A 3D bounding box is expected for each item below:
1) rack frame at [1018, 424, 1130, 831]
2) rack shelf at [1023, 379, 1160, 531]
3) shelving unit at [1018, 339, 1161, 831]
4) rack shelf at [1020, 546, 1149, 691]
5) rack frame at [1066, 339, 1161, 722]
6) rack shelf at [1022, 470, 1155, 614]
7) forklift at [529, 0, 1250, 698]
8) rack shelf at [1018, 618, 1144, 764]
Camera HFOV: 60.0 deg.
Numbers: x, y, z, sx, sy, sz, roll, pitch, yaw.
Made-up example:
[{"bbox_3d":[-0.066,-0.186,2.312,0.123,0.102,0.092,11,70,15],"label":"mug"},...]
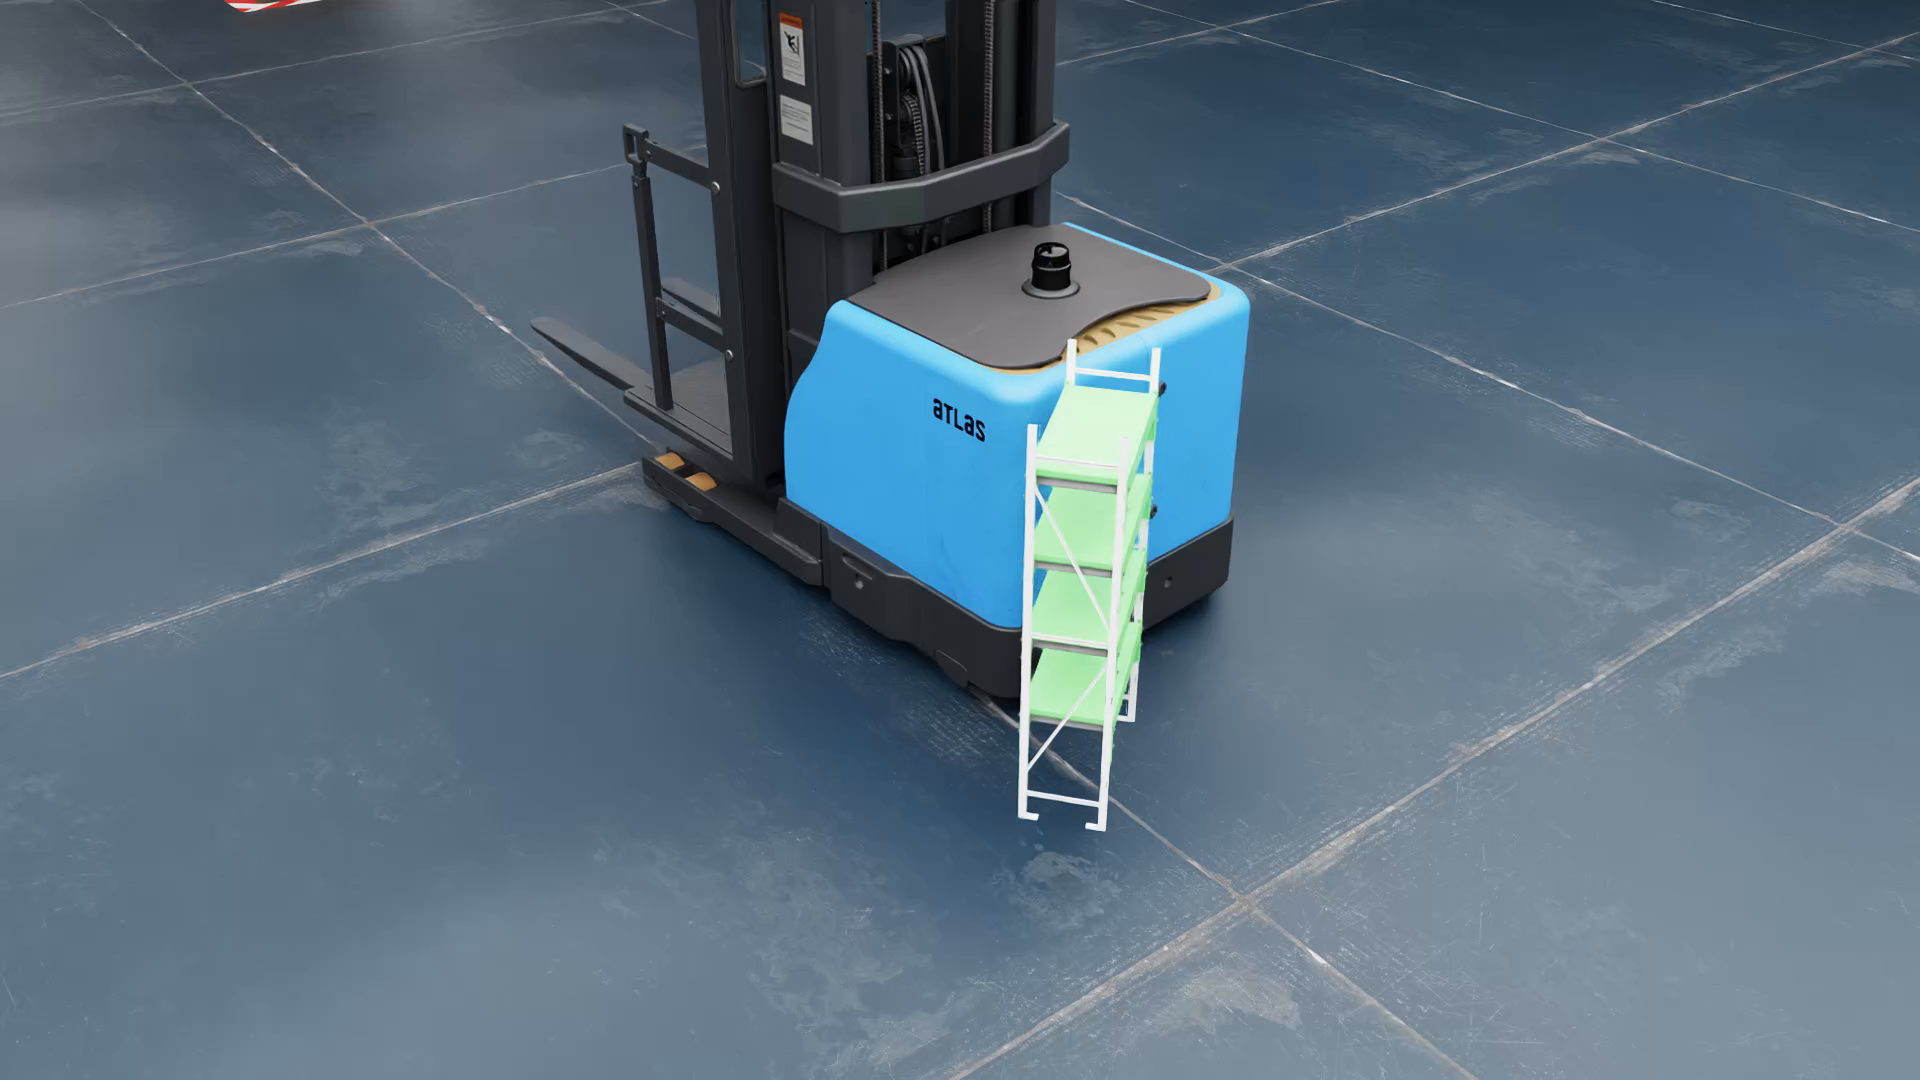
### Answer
[{"bbox_3d":[0.277,0.257,4.199,0.240,1.200,0.015,8,33,12],"label":"rack frame"},{"bbox_3d":[0.337,-0.221,4.181,0.258,0.148,0.480,8,33,12],"label":"rack shelf"},{"bbox_3d":[0.337,0.132,4.400,0.258,1.200,0.503,8,33,12],"label":"shelving unit"},{"bbox_3d":[0.337,0.186,4.434,0.258,0.148,0.480,8,33,12],"label":"rack shelf"},{"bbox_3d":[0.397,0.007,4.601,0.240,1.200,0.015,8,33,12],"label":"rack frame"},{"bbox_3d":[0.337,-0.018,4.307,0.258,0.148,0.480,8,33,12],"label":"rack shelf"},{"bbox_3d":[-0.488,-1.475,5.346,1.130,2.935,3.031,-26,40,-35],"label":"forklift"},{"bbox_3d":[0.337,0.390,4.561,0.258,0.148,0.480,8,33,12],"label":"rack shelf"}]
